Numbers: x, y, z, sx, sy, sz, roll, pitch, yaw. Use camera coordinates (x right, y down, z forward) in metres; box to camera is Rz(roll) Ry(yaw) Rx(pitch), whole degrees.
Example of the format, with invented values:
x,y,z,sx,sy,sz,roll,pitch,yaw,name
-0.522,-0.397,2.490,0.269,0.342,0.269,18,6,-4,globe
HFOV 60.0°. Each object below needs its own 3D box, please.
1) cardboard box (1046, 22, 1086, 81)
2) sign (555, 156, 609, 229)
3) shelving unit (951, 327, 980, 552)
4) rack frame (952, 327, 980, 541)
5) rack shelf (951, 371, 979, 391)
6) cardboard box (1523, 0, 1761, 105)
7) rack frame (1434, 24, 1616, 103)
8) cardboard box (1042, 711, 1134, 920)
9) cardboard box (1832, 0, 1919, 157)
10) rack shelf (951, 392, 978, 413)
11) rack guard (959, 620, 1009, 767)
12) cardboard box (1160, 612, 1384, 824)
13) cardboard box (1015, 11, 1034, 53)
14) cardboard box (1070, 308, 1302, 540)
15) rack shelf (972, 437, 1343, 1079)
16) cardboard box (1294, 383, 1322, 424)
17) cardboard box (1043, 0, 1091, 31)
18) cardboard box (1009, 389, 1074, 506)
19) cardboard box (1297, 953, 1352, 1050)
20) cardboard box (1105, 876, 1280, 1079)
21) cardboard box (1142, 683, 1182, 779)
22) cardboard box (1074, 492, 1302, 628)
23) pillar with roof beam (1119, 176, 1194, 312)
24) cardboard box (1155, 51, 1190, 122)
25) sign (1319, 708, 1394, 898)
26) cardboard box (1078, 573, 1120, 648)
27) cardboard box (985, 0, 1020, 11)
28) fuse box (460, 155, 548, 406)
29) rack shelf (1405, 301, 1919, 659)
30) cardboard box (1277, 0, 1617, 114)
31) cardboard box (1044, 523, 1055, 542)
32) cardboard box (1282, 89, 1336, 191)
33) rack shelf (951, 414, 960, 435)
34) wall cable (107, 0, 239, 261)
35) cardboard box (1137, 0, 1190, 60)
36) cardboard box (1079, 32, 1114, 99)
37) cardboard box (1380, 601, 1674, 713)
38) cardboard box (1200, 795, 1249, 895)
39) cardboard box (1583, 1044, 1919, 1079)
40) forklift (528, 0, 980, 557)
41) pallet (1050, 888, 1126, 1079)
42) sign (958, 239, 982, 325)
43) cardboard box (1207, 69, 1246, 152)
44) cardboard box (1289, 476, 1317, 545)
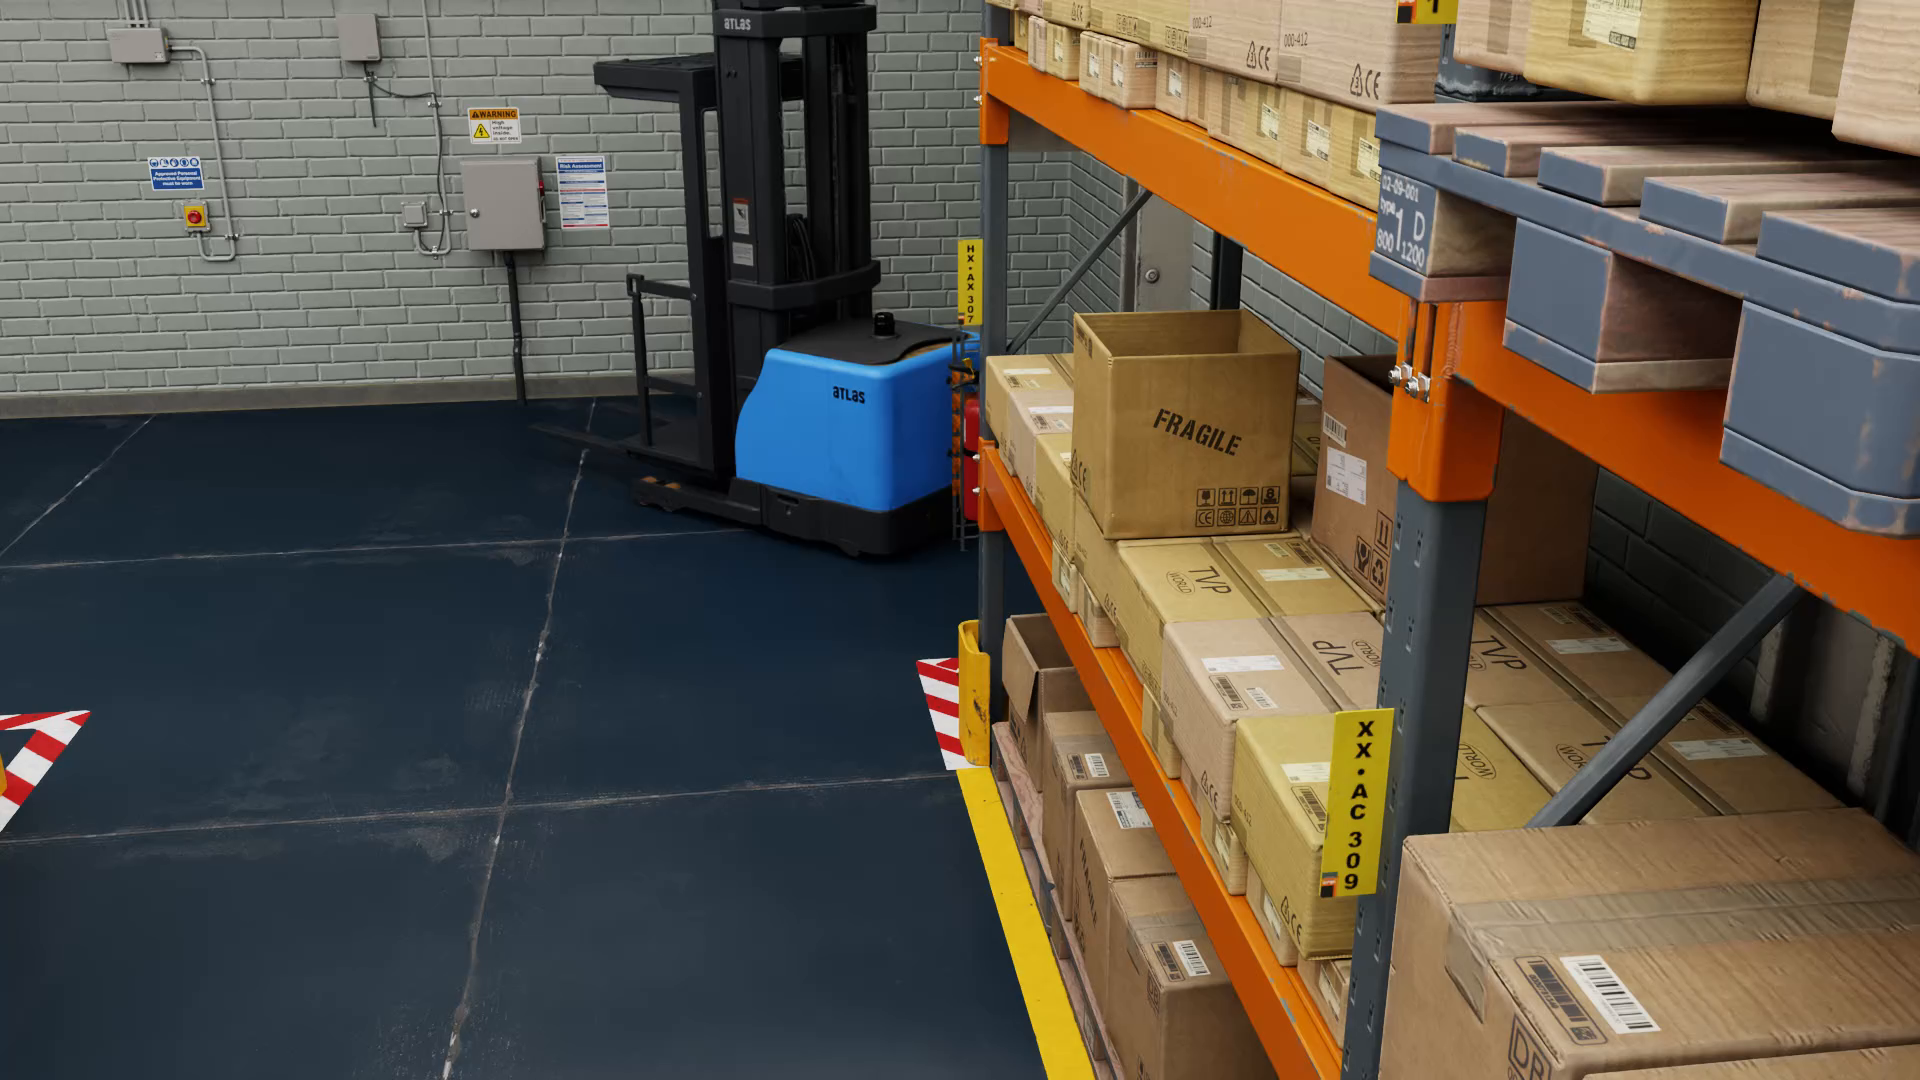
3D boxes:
x,y,z,sx,sy,sz,roll,pitch,yaw,name
0.458,-1.402,4.754,0.380,0.149,0.250,-3,21,-8,cardboard box
-2.610,-2.404,11.502,0.329,0.494,0.001,-3,21,-8,sign
0.098,-0.538,8.943,0.258,1.200,0.189,-5,21,-13,shelving unit
0.077,-0.570,9.026,0.240,1.200,0.006,-5,21,-13,rack frame
0.098,-0.834,8.832,0.258,0.103,0.180,-5,21,-13,rack shelf
0.808,-0.529,1.673,0.380,0.149,0.250,-3,21,-7,cardboard box
1.155,-2.023,1.771,1.000,3.000,0.127,-3,21,-8,rack frame
0.658,0.891,5.515,0.700,0.500,0.500,-2,21,-6,cardboard box
0.893,-0.354,1.206,0.380,0.149,0.250,-3,21,-7,cardboard box
0.098,-0.722,8.874,0.258,0.103,0.180,-5,21,-13,rack shelf
0.590,0.600,6.895,1.175,0.500,0.348,-3,21,-8,rack guard
0.754,0.382,3.696,0.500,0.250,0.500,-3,21,-8,cardboard box
0.395,-1.763,5.721,0.380,0.149,0.250,-2,21,-7,cardboard box
0.594,-0.328,4.524,0.500,0.500,0.500,-2,21,-6,cardboard box
0.867,0.432,4.800,1.077,0.370,4.000,-3,21,-8,rack shelf
0.981,-0.342,5.634,0.500,0.250,0.500,-3,21,-8,cardboard box
0.527,-1.551,4.585,0.500,0.250,0.500,-4,21,-9,cardboard box
0.451,-0.321,5.578,0.500,0.250,0.500,-3,21,-7,cardboard box
0.860,0.808,3.126,0.380,0.149,0.250,-3,21,-7,cardboard box
0.808,1.251,4.553,0.700,0.500,0.500,-4,21,-10,cardboard box
0.664,0.451,4.082,0.380,0.149,0.250,-3,21,-9,cardboard box
0.622,0.030,4.638,0.500,0.250,0.500,-3,21,-9,cardboard box
-3.178,-4.170,7.519,9.100,9.000,0.400,-3,21,-8,pillar with roof beam
0.666,-1.054,3.823,0.380,0.149,0.250,-3,21,-7,cardboard box
0.620,0.412,2.589,0.100,0.325,0.005,-3,21,-8,sign
0.549,0.187,4.788,0.380,0.149,0.250,-2,21,-7,cardboard box
0.372,-1.904,5.530,0.500,0.250,0.500,-3,21,-8,cardboard box
-3.069,-1.749,11.453,0.539,1.711,0.414,-3,21,-8,fuse box
1.444,0.412,0.567,1.077,0.370,4.000,-3,21,-8,rack shelf
0.838,-0.841,2.683,0.500,0.250,0.500,-3,21,-8,cardboard box
0.485,-0.086,5.520,0.380,0.149,0.250,-2,21,-6,cardboard box
0.779,-0.694,2.860,0.380,0.149,0.250,-3,21,-8,cardboard box
0.098,-0.609,8.916,0.258,0.103,0.180,-5,21,-13,rack shelf
-5.168,-2.787,10.895,0.585,1.953,0.123,-3,21,-8,wall cable
0.690,-1.199,3.640,0.500,0.250,0.500,-2,21,-7,cardboard box
0.520,-1.227,4.286,0.380,0.149,0.250,-3,21,-8,cardboard box
1.272,0.360,3.754,0.500,0.250,0.500,-3,21,-8,cardboard box
0.739,0.630,3.602,0.380,0.149,0.250,-2,21,-6,cardboard box
1.079,0.902,1.771,0.700,0.500,0.500,-3,21,-7,cardboard box
-1.313,-1.670,9.499,3.031,2.935,1.130,14,25,33,forklift
0.878,1.433,5.079,1.003,0.211,1.213,-3,21,-8,pallet
0.042,-0.975,6.304,0.100,0.325,0.005,-3,21,-8,sign
0.718,-0.873,3.339,0.380,0.149,0.250,-3,21,-8,cardboard box
1.123,0.011,4.690,0.500,0.250,0.500,-3,21,-8,cardboard box
